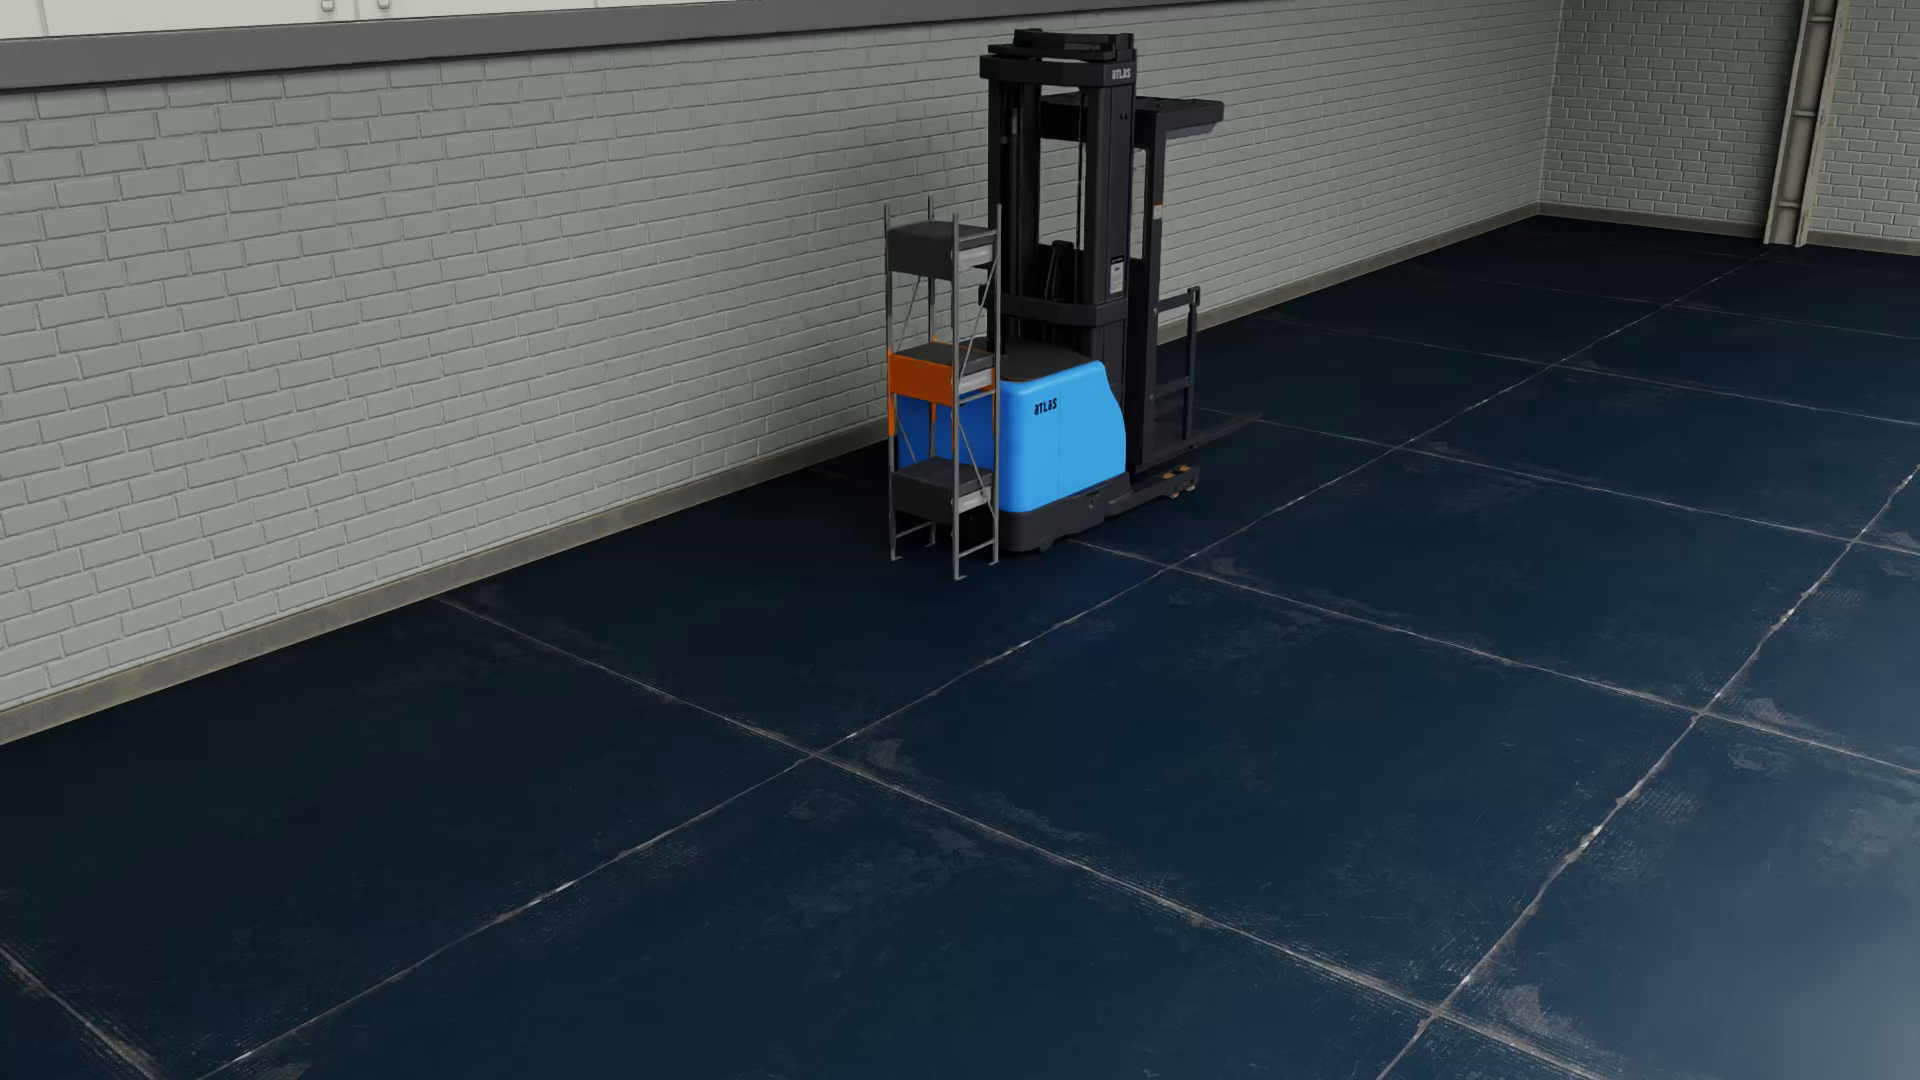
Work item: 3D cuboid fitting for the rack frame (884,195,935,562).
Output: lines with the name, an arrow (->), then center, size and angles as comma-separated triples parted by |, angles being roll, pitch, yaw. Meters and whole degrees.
rack frame -> -0.283, -0.908, 9.601 | 0.015, 2.100, 0.400 | 16, 26, 37

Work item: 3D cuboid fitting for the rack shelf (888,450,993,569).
rack shelf -> -0.095, -0.186, 9.707 | 0.480, 0.518, 0.431 | 16, 26, 37

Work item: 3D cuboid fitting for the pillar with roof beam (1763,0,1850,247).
pillar with roof beam -> 6.848, -6.478, 14.593 | 0.400, 9.000, 9.100 | 16, 26, 36

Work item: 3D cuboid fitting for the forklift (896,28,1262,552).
forklift -> 0.940, -1.744, 10.640 | 1.130, 2.935, 3.031 | 17, 26, 37

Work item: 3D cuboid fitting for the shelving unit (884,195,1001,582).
shelving unit -> -0.095, -0.853, 9.455 | 0.503, 2.100, 0.431 | 16, 26, 37

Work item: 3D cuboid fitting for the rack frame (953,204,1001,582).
rack frame -> 0.093, -0.798, 9.310 | 0.015, 2.100, 0.400 | 16, 26, 37

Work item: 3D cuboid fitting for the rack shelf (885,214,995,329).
rack shelf -> -0.095, -1.496, 9.213 | 0.480, 0.518, 0.431 | 16, 26, 37

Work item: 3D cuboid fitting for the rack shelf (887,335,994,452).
rack shelf -> -0.095, -0.841, 9.460 | 0.480, 0.518, 0.431 | 16, 26, 37
